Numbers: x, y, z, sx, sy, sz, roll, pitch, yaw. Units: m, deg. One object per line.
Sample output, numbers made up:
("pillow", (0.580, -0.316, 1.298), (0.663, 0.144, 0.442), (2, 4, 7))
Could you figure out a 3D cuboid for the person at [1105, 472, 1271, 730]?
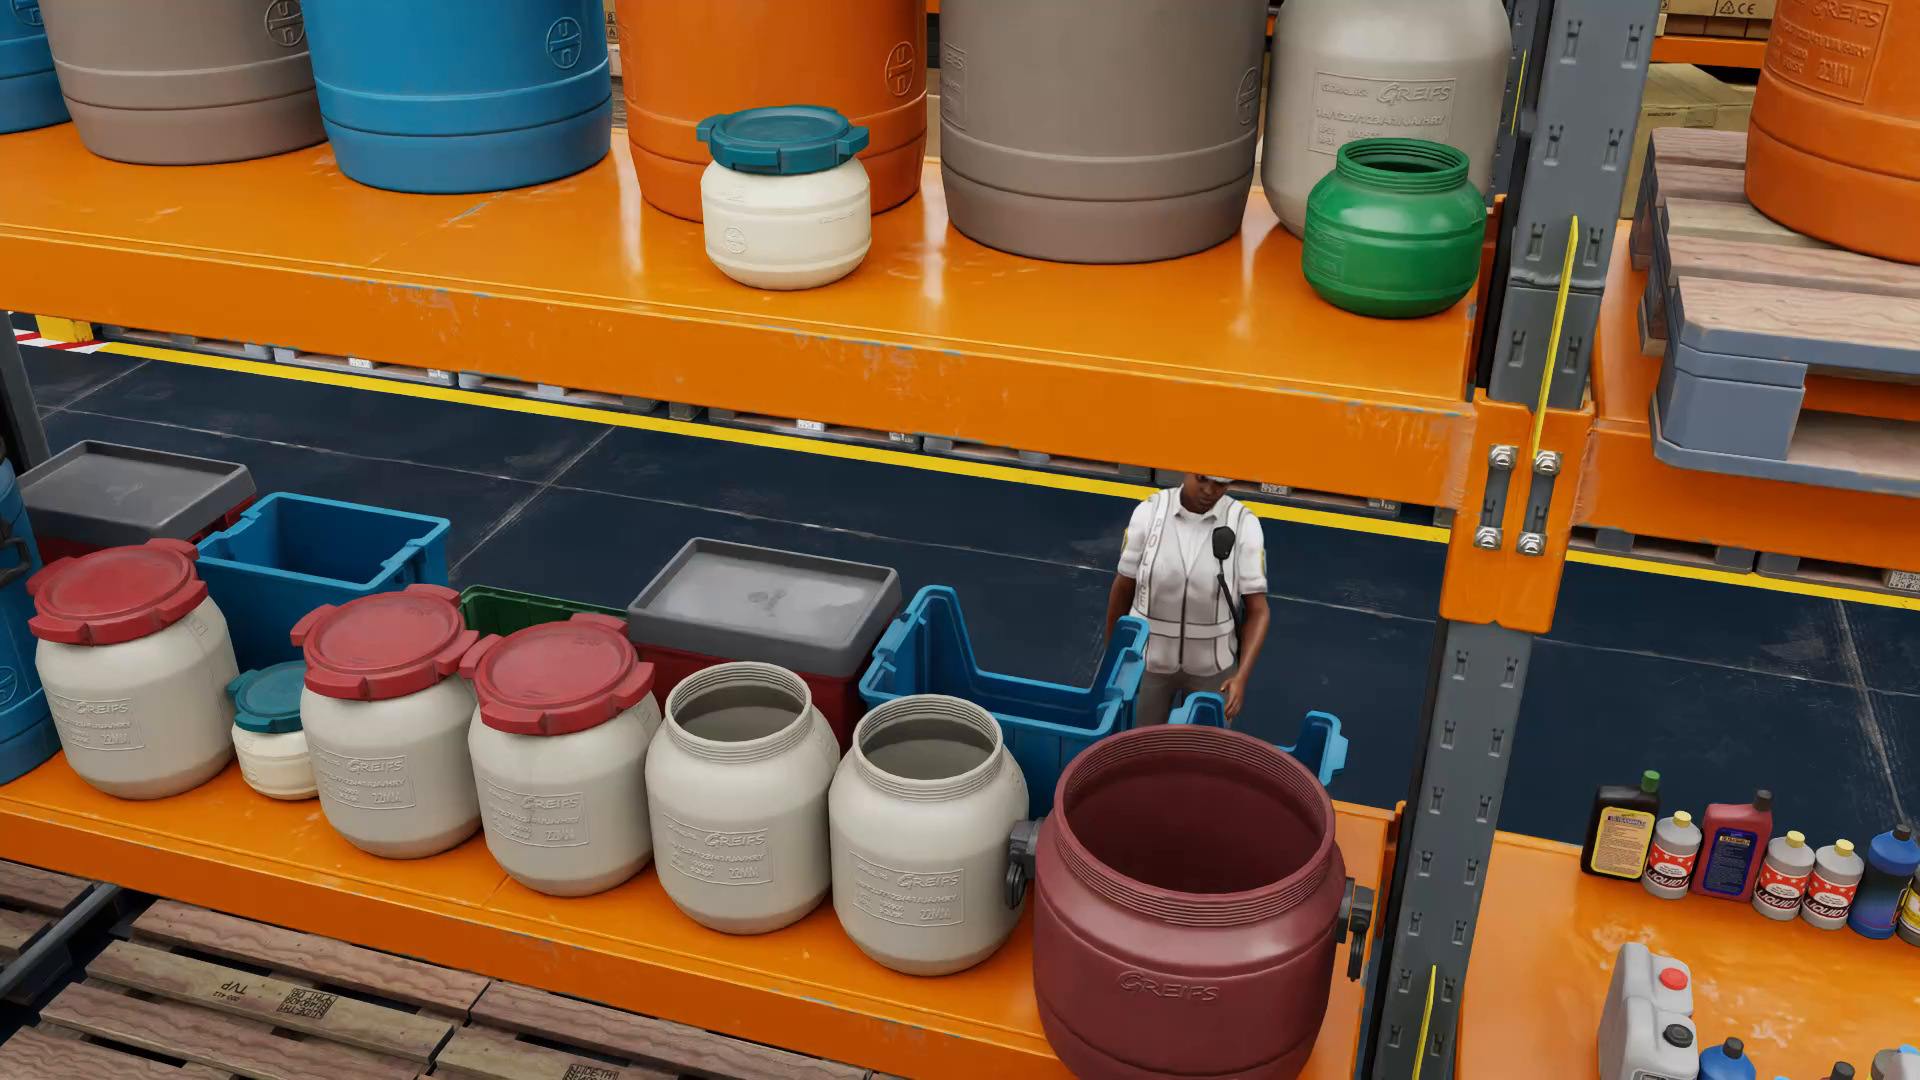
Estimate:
("person", (0.710, 0.442, 5.339), (0.525, 1.624, 0.789), (5, 30, 9))
